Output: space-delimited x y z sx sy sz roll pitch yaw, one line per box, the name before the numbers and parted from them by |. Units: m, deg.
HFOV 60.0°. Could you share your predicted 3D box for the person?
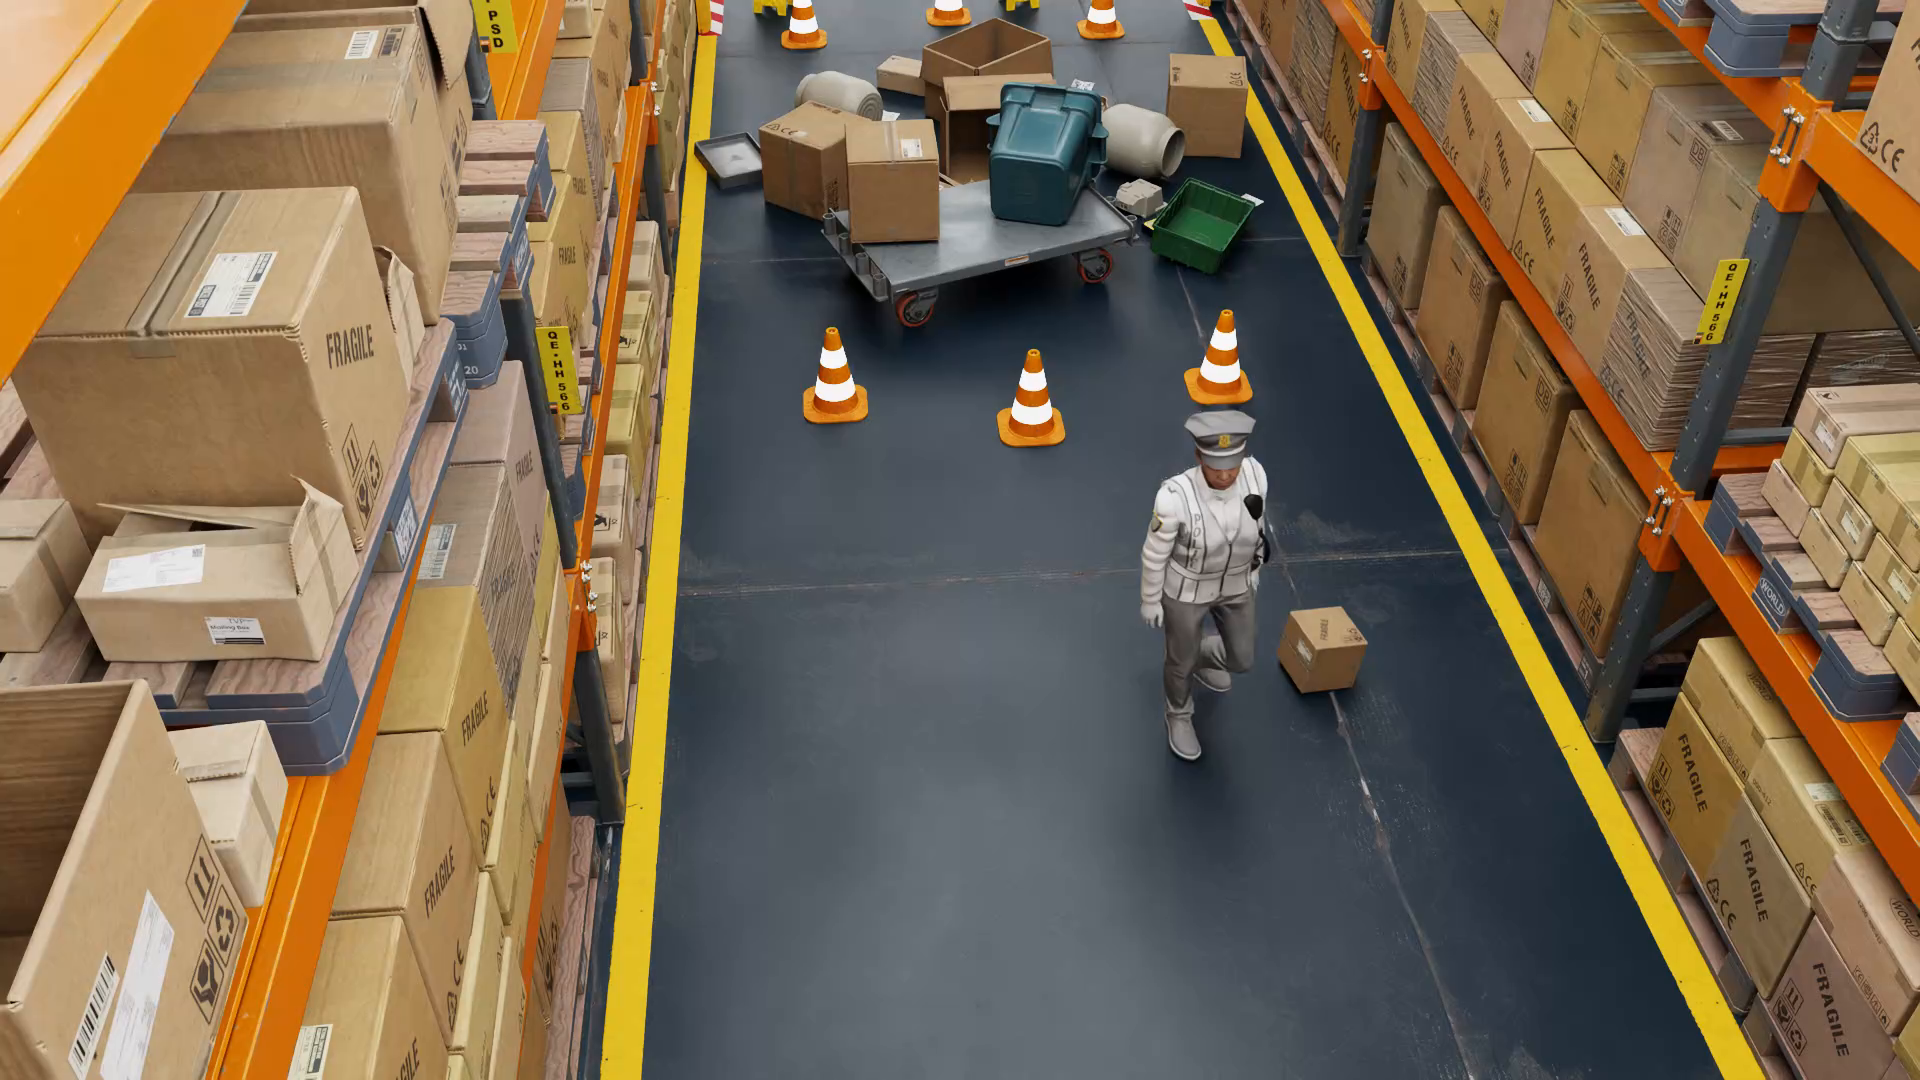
person | 0.918 0.141 6.390 0.535 1.674 0.493 -12 41 -14
